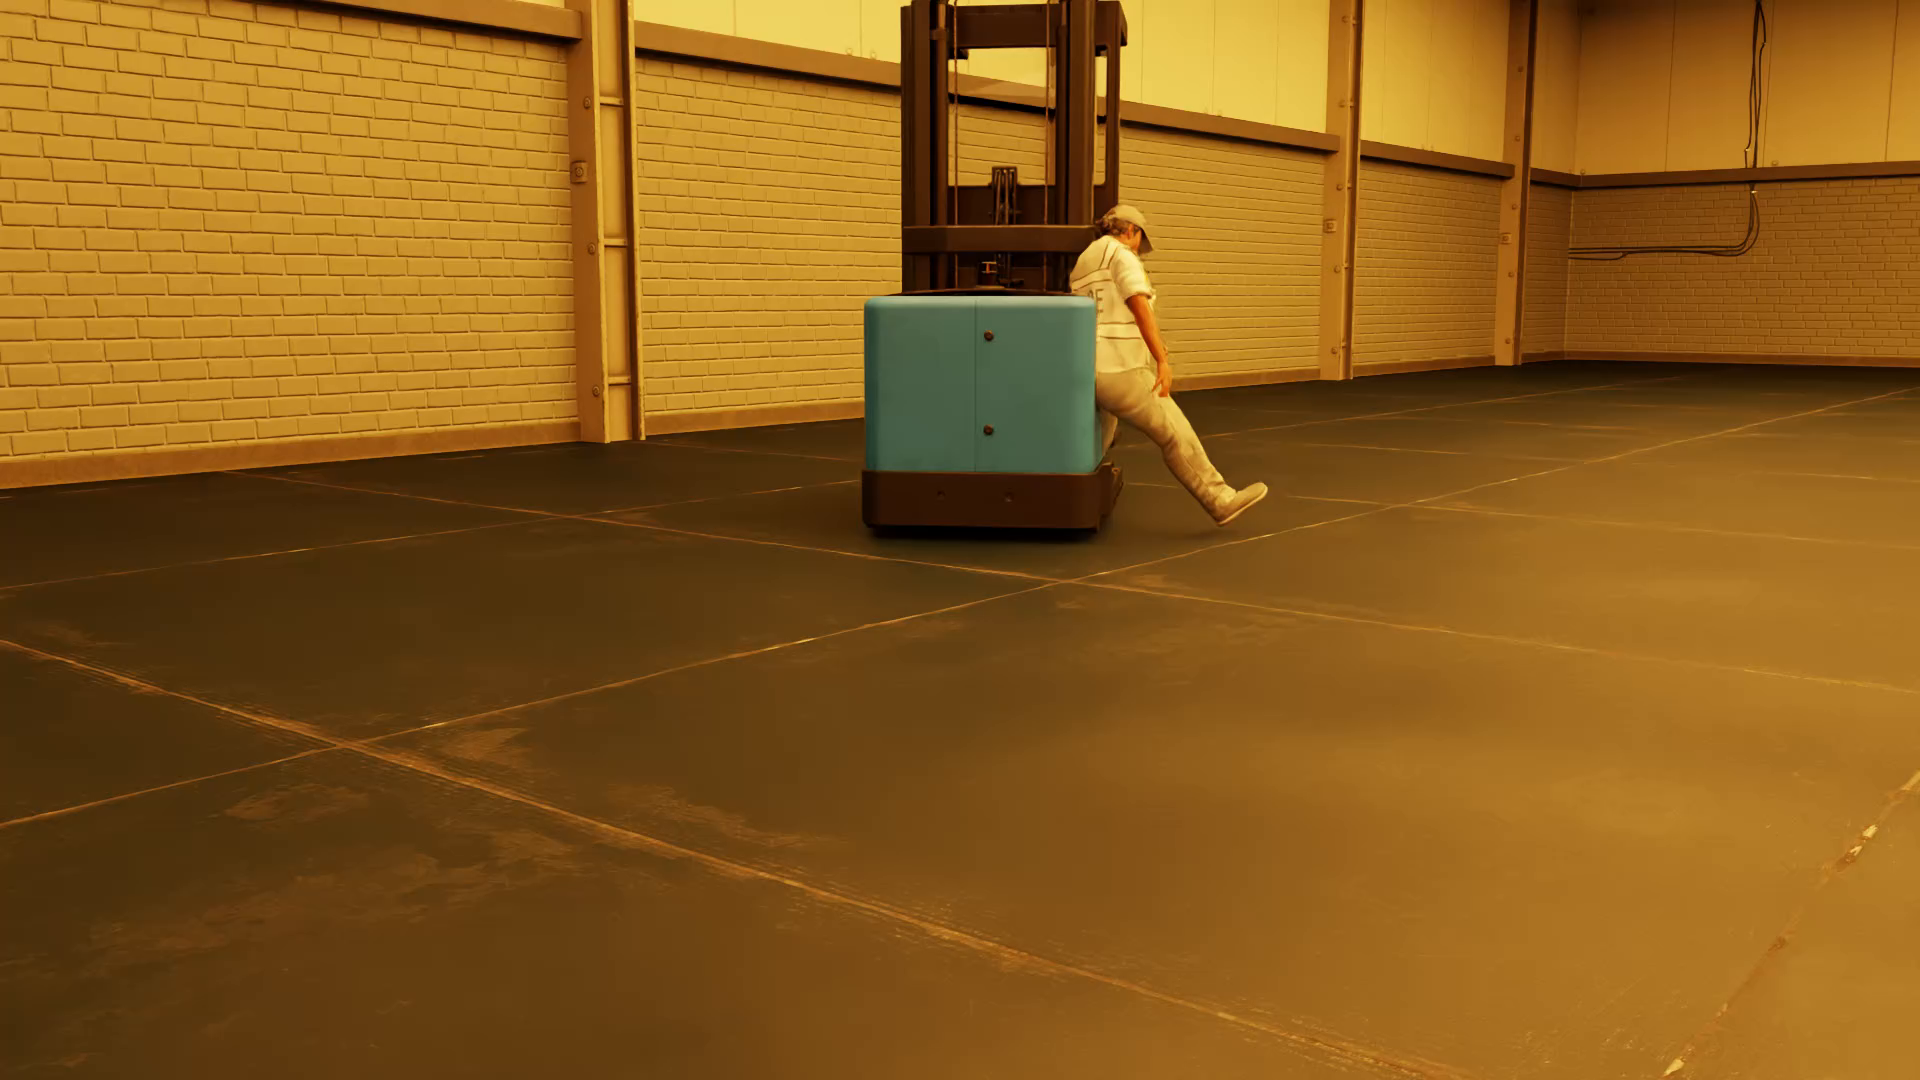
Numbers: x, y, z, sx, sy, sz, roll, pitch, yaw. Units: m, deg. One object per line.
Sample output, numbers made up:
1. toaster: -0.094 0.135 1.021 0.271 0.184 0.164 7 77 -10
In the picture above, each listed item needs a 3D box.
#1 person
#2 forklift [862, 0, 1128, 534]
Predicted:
1. person: 0.836 -0.797 7.722 0.966 1.491 0.909 -4 9 -25
2. forklift: 0.285 -1.653 8.579 1.130 2.935 3.031 1 8 8
